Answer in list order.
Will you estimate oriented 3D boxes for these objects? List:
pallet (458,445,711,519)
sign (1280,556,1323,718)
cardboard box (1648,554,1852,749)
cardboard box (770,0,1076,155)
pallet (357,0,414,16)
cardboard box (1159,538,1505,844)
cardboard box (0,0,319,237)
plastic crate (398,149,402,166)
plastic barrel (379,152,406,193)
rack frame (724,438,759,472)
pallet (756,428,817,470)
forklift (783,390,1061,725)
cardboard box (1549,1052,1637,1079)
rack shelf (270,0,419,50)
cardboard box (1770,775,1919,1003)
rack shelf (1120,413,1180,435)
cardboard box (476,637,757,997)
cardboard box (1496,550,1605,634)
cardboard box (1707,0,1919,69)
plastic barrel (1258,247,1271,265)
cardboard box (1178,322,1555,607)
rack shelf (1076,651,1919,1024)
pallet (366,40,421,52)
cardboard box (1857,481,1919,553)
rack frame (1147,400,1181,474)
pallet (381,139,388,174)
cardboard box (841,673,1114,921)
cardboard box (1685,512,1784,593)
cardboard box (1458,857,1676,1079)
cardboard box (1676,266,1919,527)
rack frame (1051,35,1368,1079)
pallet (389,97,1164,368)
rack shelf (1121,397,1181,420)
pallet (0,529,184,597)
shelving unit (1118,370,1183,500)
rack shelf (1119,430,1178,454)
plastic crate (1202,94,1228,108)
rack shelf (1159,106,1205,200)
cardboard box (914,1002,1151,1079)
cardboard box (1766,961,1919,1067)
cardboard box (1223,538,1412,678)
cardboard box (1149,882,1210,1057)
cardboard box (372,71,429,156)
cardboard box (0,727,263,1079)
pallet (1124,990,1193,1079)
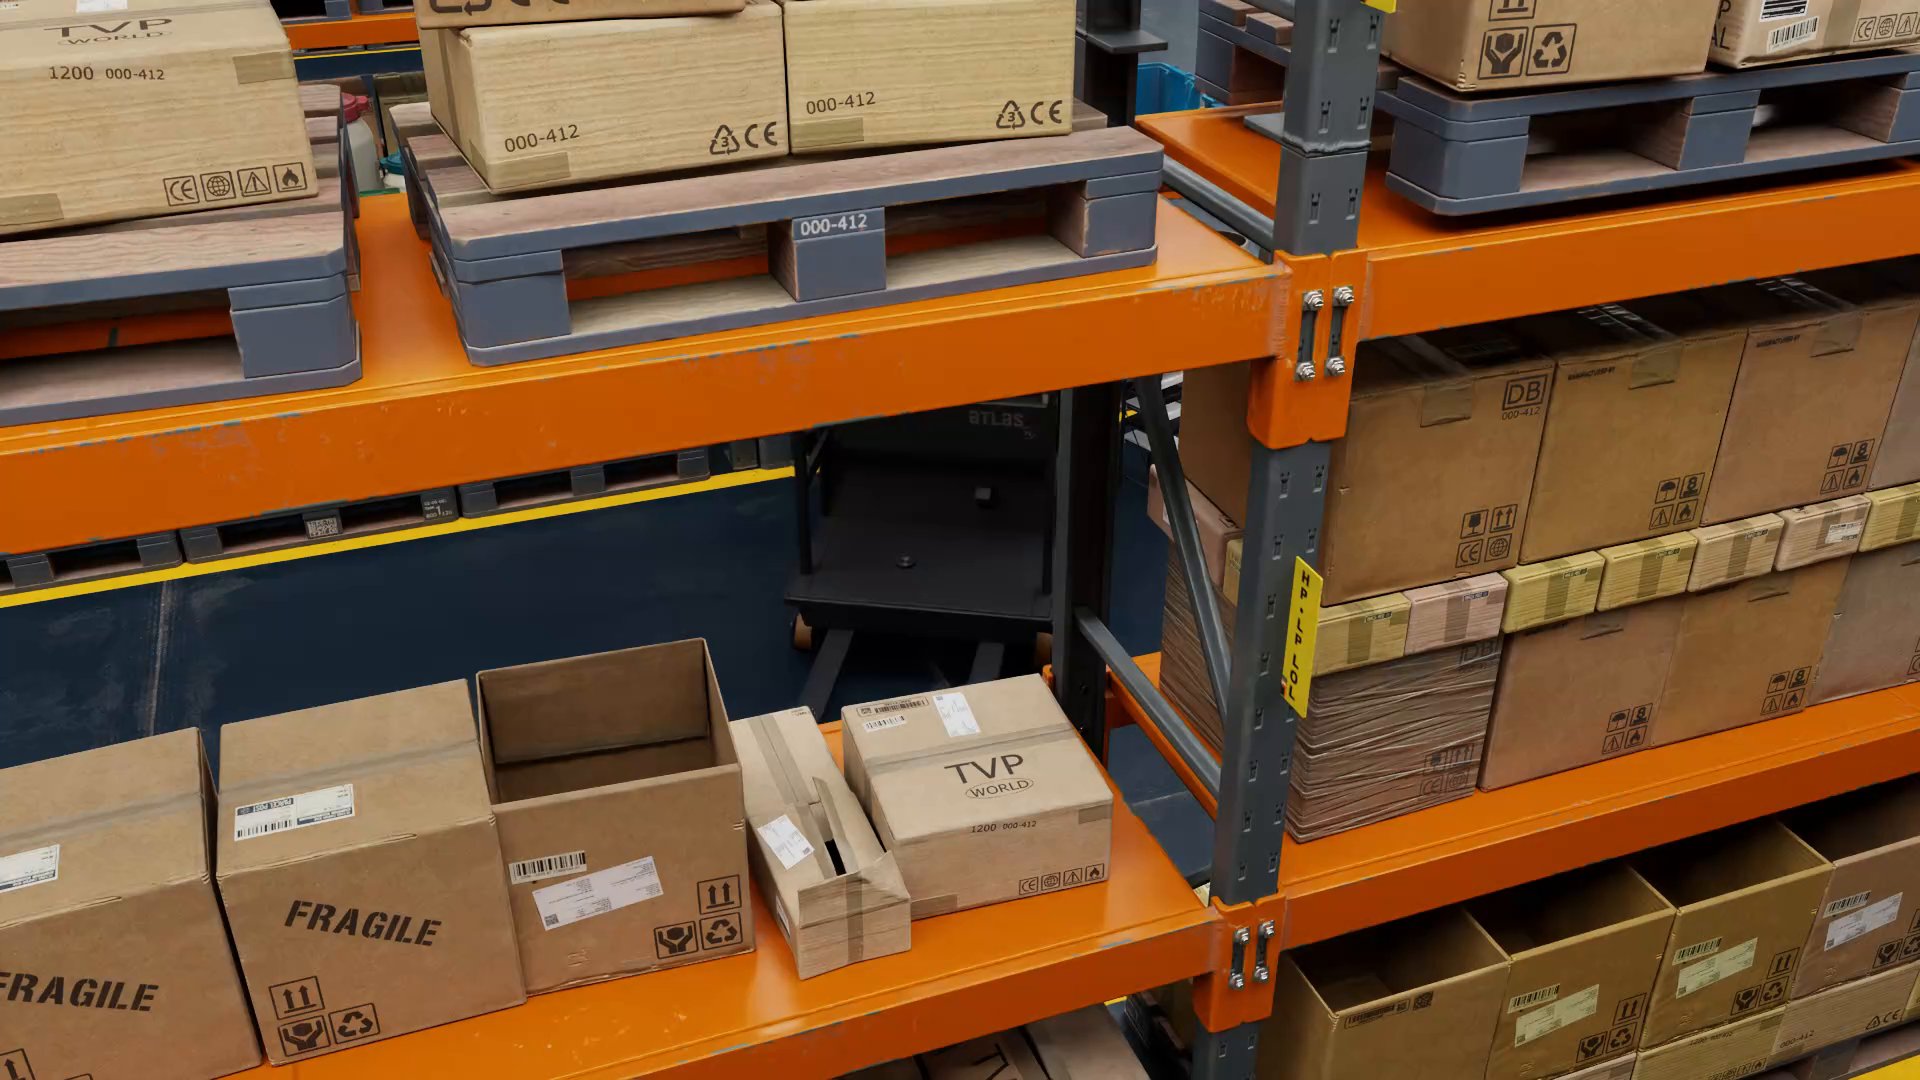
[{"bbox_3d":[-1.971,-0.522,8.452,1.213,0.211,1.003,-10,31,-18],"label":"pallet"},{"bbox_3d":[0.673,0.193,3.291,0.005,0.325,0.100,-10,31,-18],"label":"sign"},{"bbox_3d":[1.852,0.110,4.425,0.500,0.500,0.700,-10,31,-17],"label":"cardboard box"},{"bbox_3d":[-0.106,-0.907,3.008,0.500,0.250,0.500,-7,30,-12],"label":"cardboard box"},{"bbox_3d":[-3.743,-4.037,11.999,1.213,0.211,1.003,-10,31,-18],"label":"pallet"},{"bbox_3d":[0.888,0.289,4.112,0.500,0.500,0.700,-11,32,-19],"label":"cardboard box"},{"bbox_3d":[-1.339,-0.707,2.658,0.500,0.250,0.500,-13,32,-22],"label":"cardboard box"},{"bbox_3d":[-2.174,-1.545,7.448,0.575,0.384,0.392,-10,31,-18],"label":"plastic crate"},{"bbox_3d":[-2.543,-1.669,7.790,0.301,0.262,0.301,0,30,0],"label":"plastic barrel"},{"bbox_3d":[-1.249,-1.887,8.032,0.127,3.000,1.000,-10,31,-18],"label":"rack frame"},{"bbox_3d":[-0.605,-0.772,8.891,1.213,0.211,1.003,-10,31,-18],"label":"pallet"},{"bbox_3d":[-0.100,-0.923,6.409,1.130,2.935,3.031,4,30,8],"label":"forklift"},{"bbox_3d":[1.485,1.401,4.614,0.500,0.250,0.500,-10,31,-18],"label":"cardboard box"},{"bbox_3d":[-4.851,-3.527,11.637,4.000,0.370,1.077,-10,31,-18],"label":"rack shelf"},{"bbox_3d":[2.424,0.904,4.730,0.500,0.500,0.500,-10,31,-18],"label":"cardboard box"},{"bbox_3d":[0.938,-0.544,8.045,0.200,0.077,0.258,-23,37,-34],"label":"rack shelf"},{"bbox_3d":[-0.744,0.584,3.593,0.500,0.500,0.500,-8,31,-14],"label":"cardboard box"},{"bbox_3d":[1.271,0.041,3.891,0.250,0.149,0.380,-11,32,-19],"label":"cardboard box"},{"bbox_3d":[1.545,-1.154,3.239,0.500,0.311,0.500,-12,32,-20],"label":"cardboard box"},{"bbox_3d":[1.910,-1.530,9.494,0.421,0.512,0.421,0,30,0],"label":"plastic barrel"},{"bbox_3d":[0.888,-0.275,3.790,0.500,0.500,0.700,-10,31,-17],"label":"cardboard box"},{"bbox_3d":[2.349,0.379,4.781,4.000,0.370,1.077,-10,31,-18],"label":"rack shelf"},{"bbox_3d":[-5.308,-5.124,16.530,1.213,0.211,1.003,-10,31,-18],"label":"pallet"},{"bbox_3d":[2.245,-0.139,4.207,0.250,0.149,0.380,-11,31,-18],"label":"cardboard box"},{"bbox_3d":[1.016,-0.684,8.041,0.006,0.900,0.240,-23,37,-34],"label":"rack frame"},{"bbox_3d":[-3.705,-2.838,12.518,1.213,0.211,1.003,-10,31,-18],"label":"pallet"},{"bbox_3d":[0.029,0.582,3.849,0.500,0.250,0.500,-8,31,-15],"label":"cardboard box"},{"bbox_3d":[1.751,-0.047,4.046,0.250,0.149,0.380,-11,32,-19],"label":"cardboard box"},{"bbox_3d":[1.484,1.074,4.431,0.500,0.500,0.500,-10,31,-18],"label":"cardboard box"},{"bbox_3d":[1.831,-0.449,4.096,0.500,0.500,0.700,-10,31,-18],"label":"cardboard box"},{"bbox_3d":[0.475,0.412,3.997,0.127,3.000,1.000,-10,31,-18],"label":"rack frame"},{"bbox_3d":[-0.347,-0.650,3.024,1.217,0.209,0.805,-12,32,-20],"label":"pallet"},{"bbox_3d":[0.938,-0.622,8.001,0.200,0.077,0.258,-23,37,-34],"label":"rack shelf"},{"bbox_3d":[-4.258,-0.100,7.713,1.213,0.211,1.003,-10,31,-18],"label":"pallet"},{"bbox_3d":[0.938,-0.651,7.984,0.210,0.900,0.258,-23,37,-34],"label":"shelving unit"},{"bbox_3d":[0.938,-0.466,8.090,0.200,0.077,0.258,-23,37,-34],"label":"rack shelf"},{"bbox_3d":[1.525,-2.178,8.693,0.408,0.251,0.499,-10,31,-18],"label":"plastic crate"},{"bbox_3d":[0.625,-1.919,8.816,4.000,0.370,1.077,-10,31,-18],"label":"rack shelf"},{"bbox_3d":[0.195,1.383,4.078,0.500,0.311,0.500,-10,31,-18],"label":"cardboard box"},{"bbox_3d":[2.422,1.228,4.918,0.500,0.250,0.500,-10,31,-18],"label":"cardboard box"},{"bbox_3d":[0.794,0.130,3.735,0.250,0.149,0.380,-10,31,-18],"label":"cardboard box"},{"bbox_3d":[0.833,1.243,4.892,0.500,0.250,0.500,-10,31,-18],"label":"cardboard box"},{"bbox_3d":[-4.013,-3.120,12.277,0.500,0.500,0.700,-11,31,-18],"label":"cardboard box"},{"bbox_3d":[-1.707,0.762,3.282,0.500,0.500,0.500,-12,32,-20],"label":"cardboard box"},{"bbox_3d":[1.235,1.506,4.894,1.213,0.211,1.003,-10,31,-18],"label":"pallet"}]
